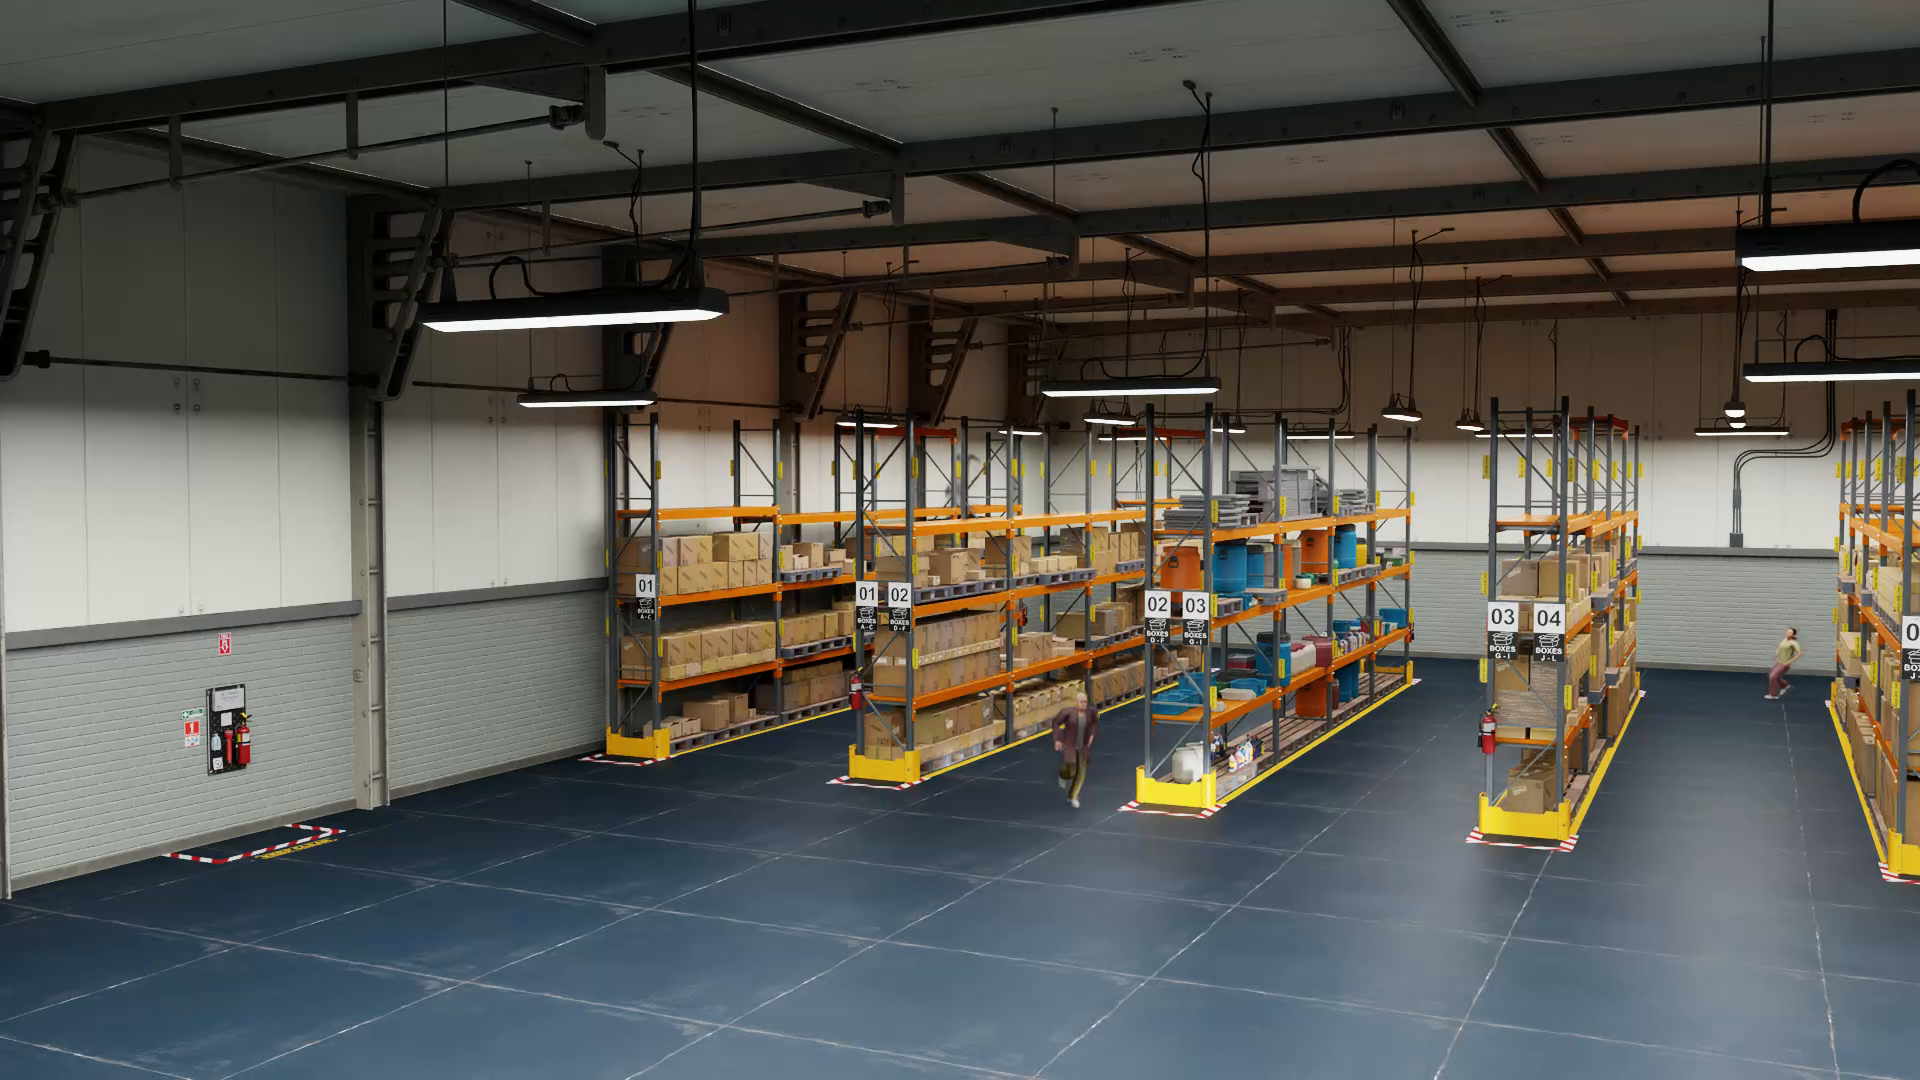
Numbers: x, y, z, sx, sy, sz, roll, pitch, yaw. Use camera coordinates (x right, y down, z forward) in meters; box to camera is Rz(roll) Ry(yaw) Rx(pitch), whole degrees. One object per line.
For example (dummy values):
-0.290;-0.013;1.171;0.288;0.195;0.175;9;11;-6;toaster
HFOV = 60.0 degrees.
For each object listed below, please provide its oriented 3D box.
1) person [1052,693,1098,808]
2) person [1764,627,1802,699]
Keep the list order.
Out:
1.705;3.118;24.961;0.707;1.719;0.819;-1;3;-23;person
17.879;2.681;36.107;0.598;1.585;0.638;0;2;-5;person
